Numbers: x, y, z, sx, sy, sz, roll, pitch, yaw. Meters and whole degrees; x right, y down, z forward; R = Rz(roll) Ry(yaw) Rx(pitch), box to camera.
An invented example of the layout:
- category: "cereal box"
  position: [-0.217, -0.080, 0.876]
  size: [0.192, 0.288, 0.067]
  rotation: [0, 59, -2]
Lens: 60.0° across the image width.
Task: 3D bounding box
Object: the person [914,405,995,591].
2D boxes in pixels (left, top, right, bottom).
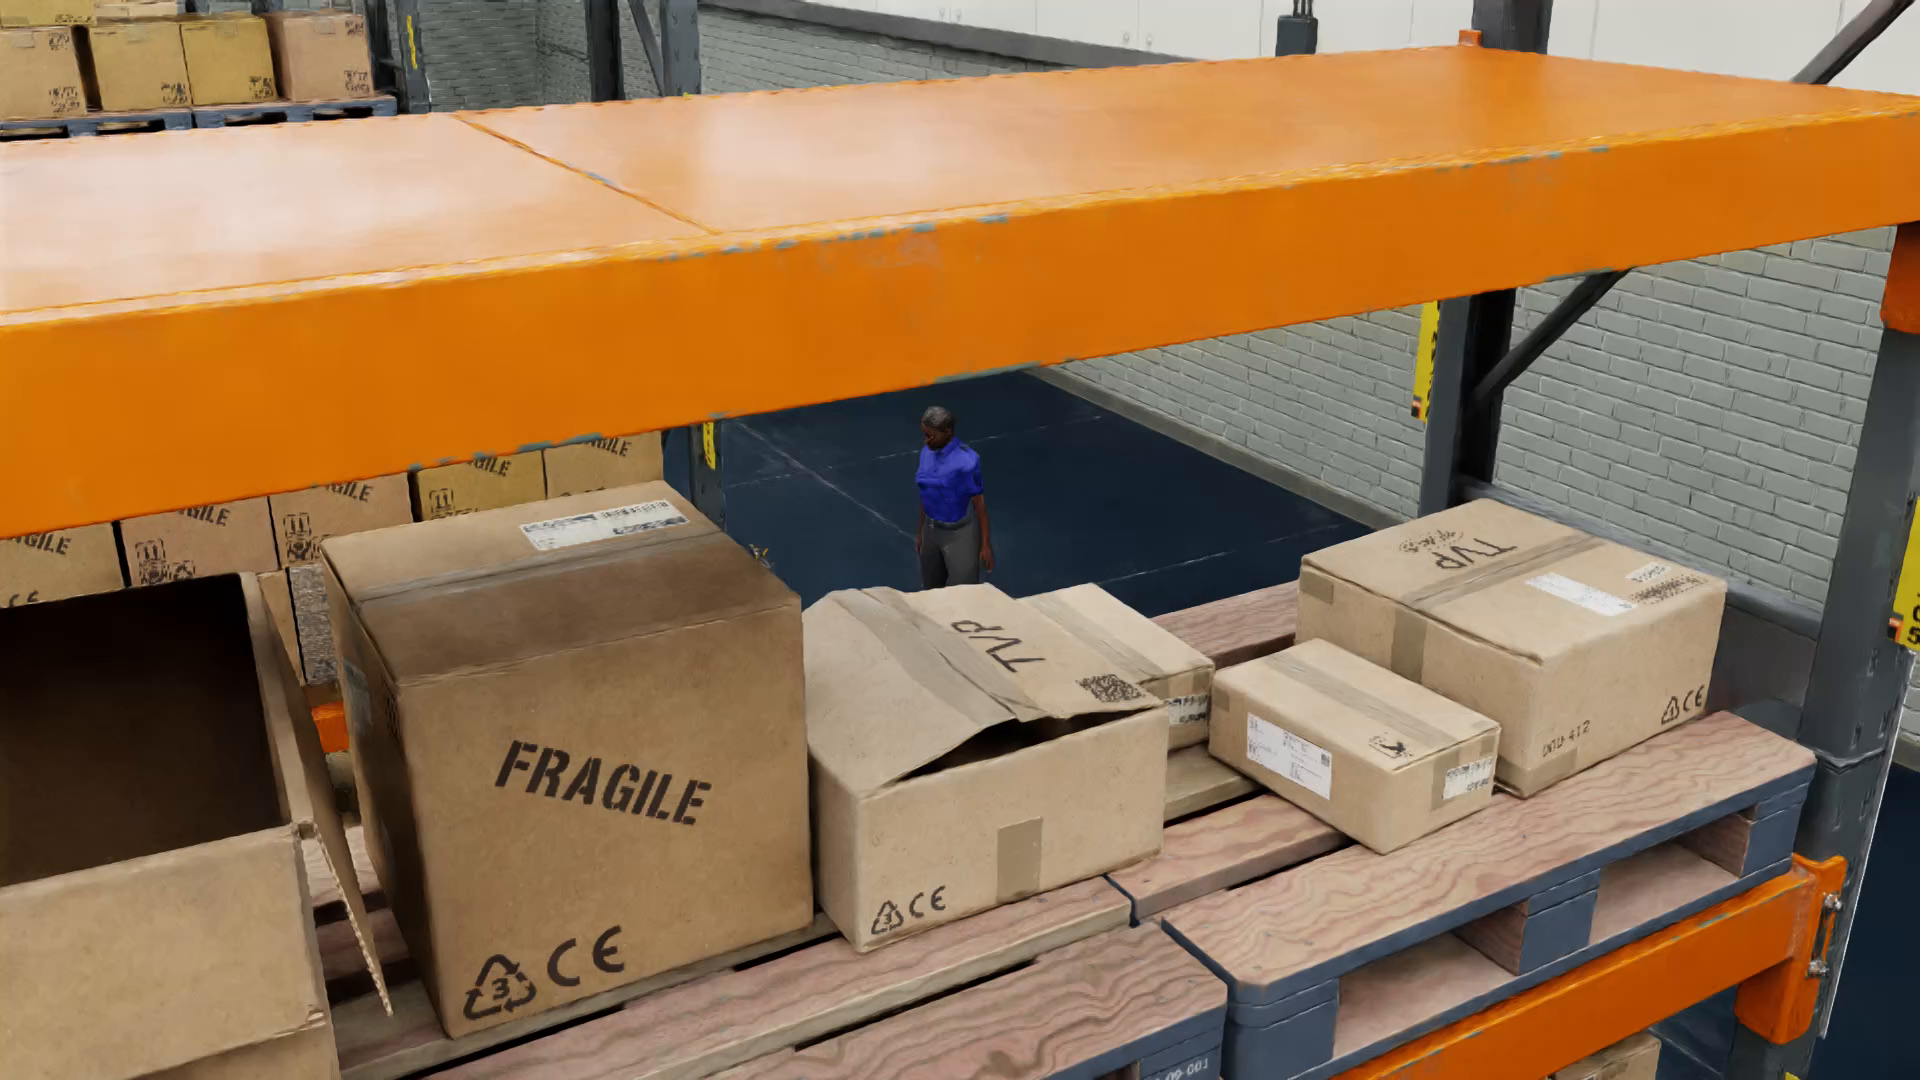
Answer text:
- category: "person"
  position: [-0.069, 0.042, 9.454]
  size: [0.426, 1.647, 0.649]
  rotation: [-20, 29, -41]
